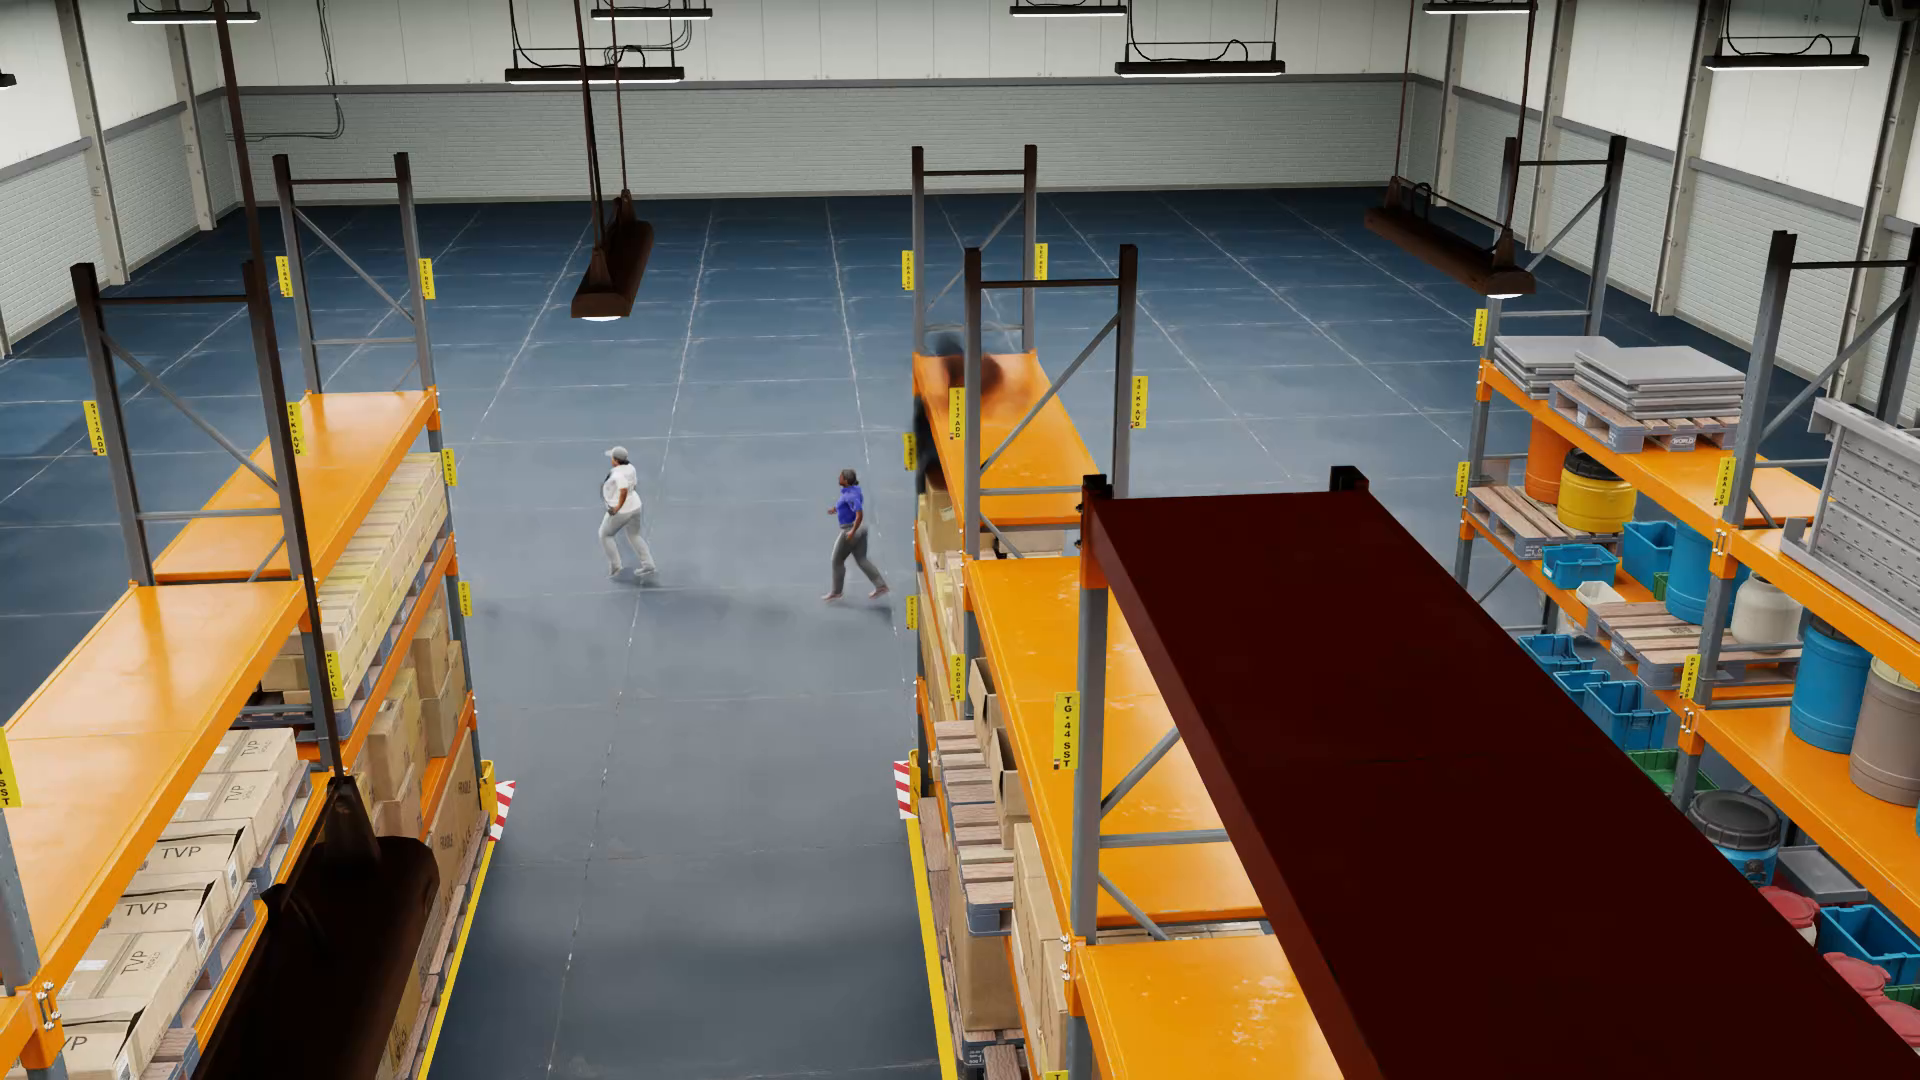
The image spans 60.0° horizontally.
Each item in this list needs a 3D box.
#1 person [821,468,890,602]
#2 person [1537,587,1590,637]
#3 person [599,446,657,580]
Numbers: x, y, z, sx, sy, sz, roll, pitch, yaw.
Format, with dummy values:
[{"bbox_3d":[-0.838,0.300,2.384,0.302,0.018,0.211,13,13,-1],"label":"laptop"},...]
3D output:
[{"bbox_3d":[-1.240,-0.037,19.517,0.837,1.680,0.567,8,23,19],"label":"person"},{"bbox_3d":[6.774,0.290,18.548,0.799,1.813,0.695,7,23,17],"label":"person"},{"bbox_3d":[-4.074,-0.304,20.196,0.746,1.725,0.583,10,24,23],"label":"person"}]
